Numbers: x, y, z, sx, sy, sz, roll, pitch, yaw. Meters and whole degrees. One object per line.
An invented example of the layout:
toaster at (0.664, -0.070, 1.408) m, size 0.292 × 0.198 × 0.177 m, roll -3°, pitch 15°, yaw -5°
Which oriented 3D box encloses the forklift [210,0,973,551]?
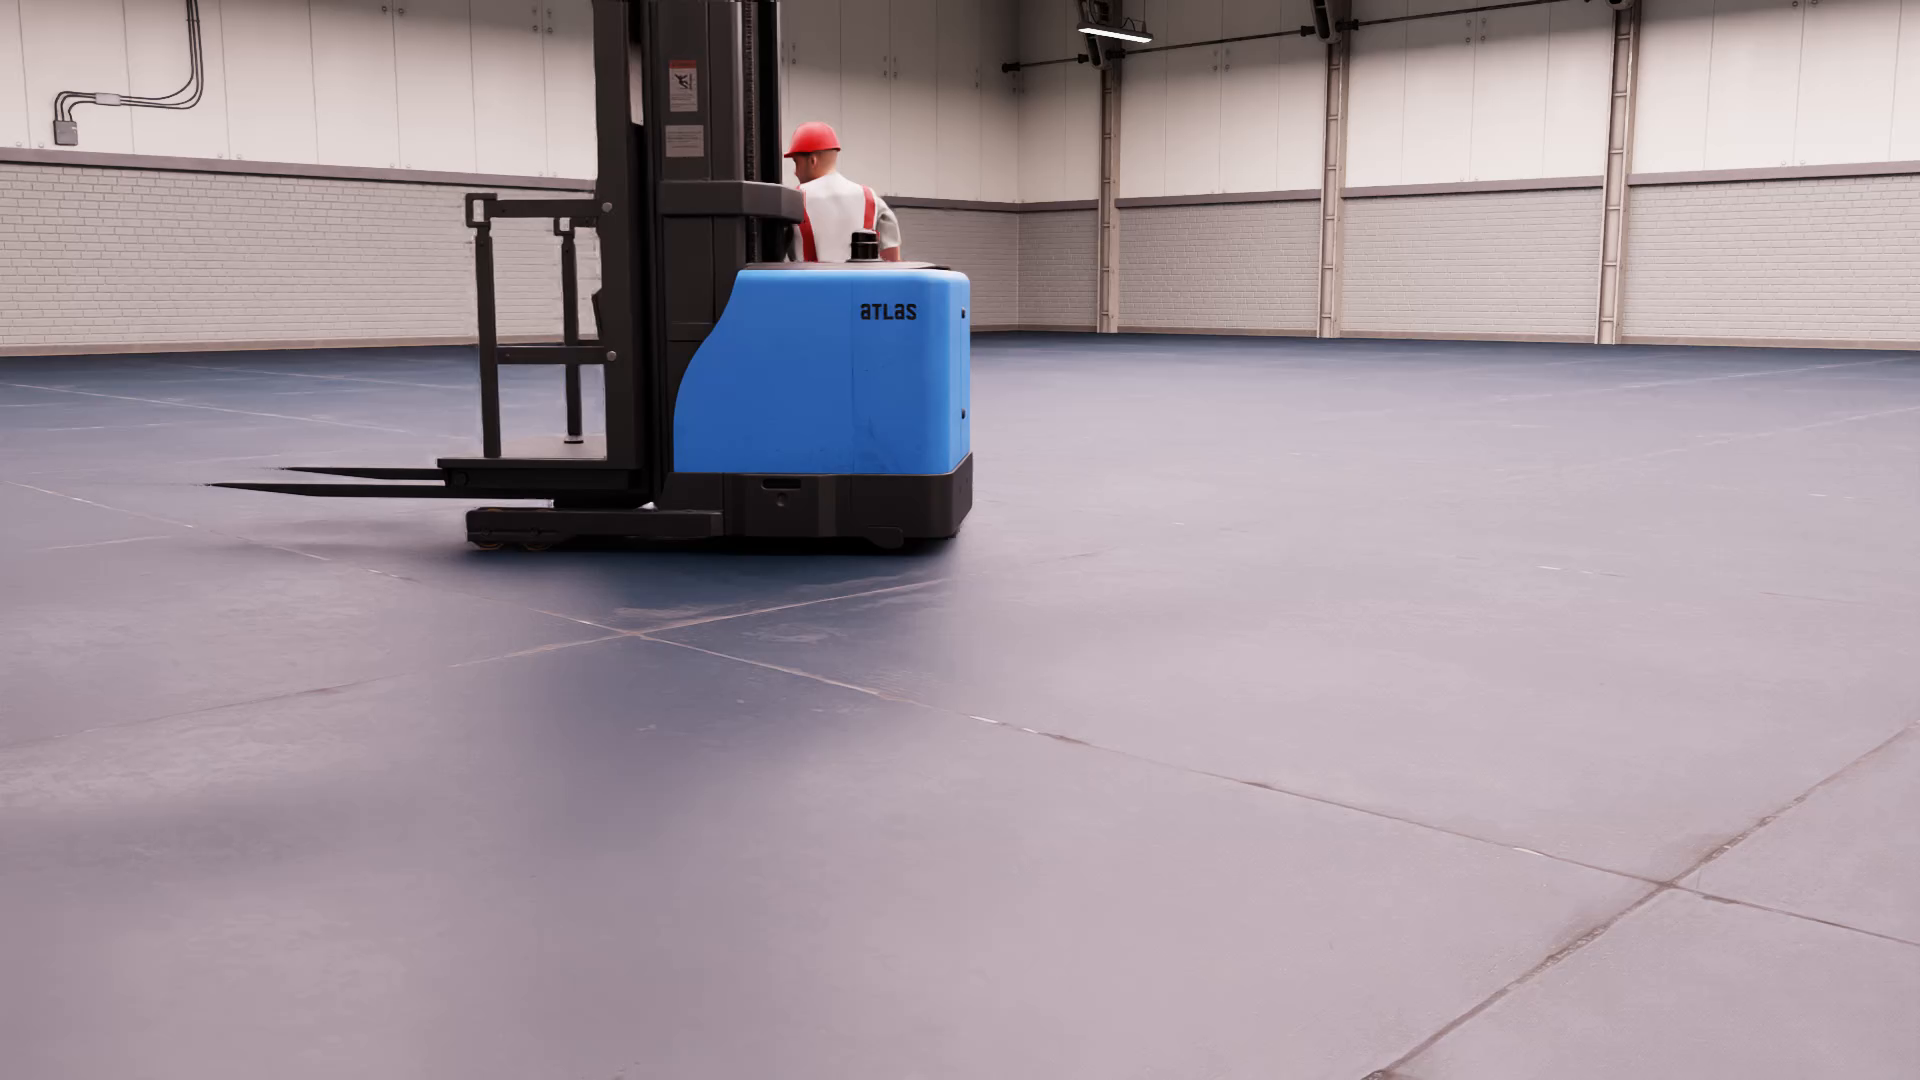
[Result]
forklift at (-1.494, -1.482, 6.717) m, size 3.031 × 2.935 × 1.130 m, roll 1°, pitch 9°, yaw 5°

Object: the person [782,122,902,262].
person at (-0.578, -0.964, 7.466) m, size 0.720 × 1.757 × 0.980 m, roll -4°, pitch 9°, yaw -25°
